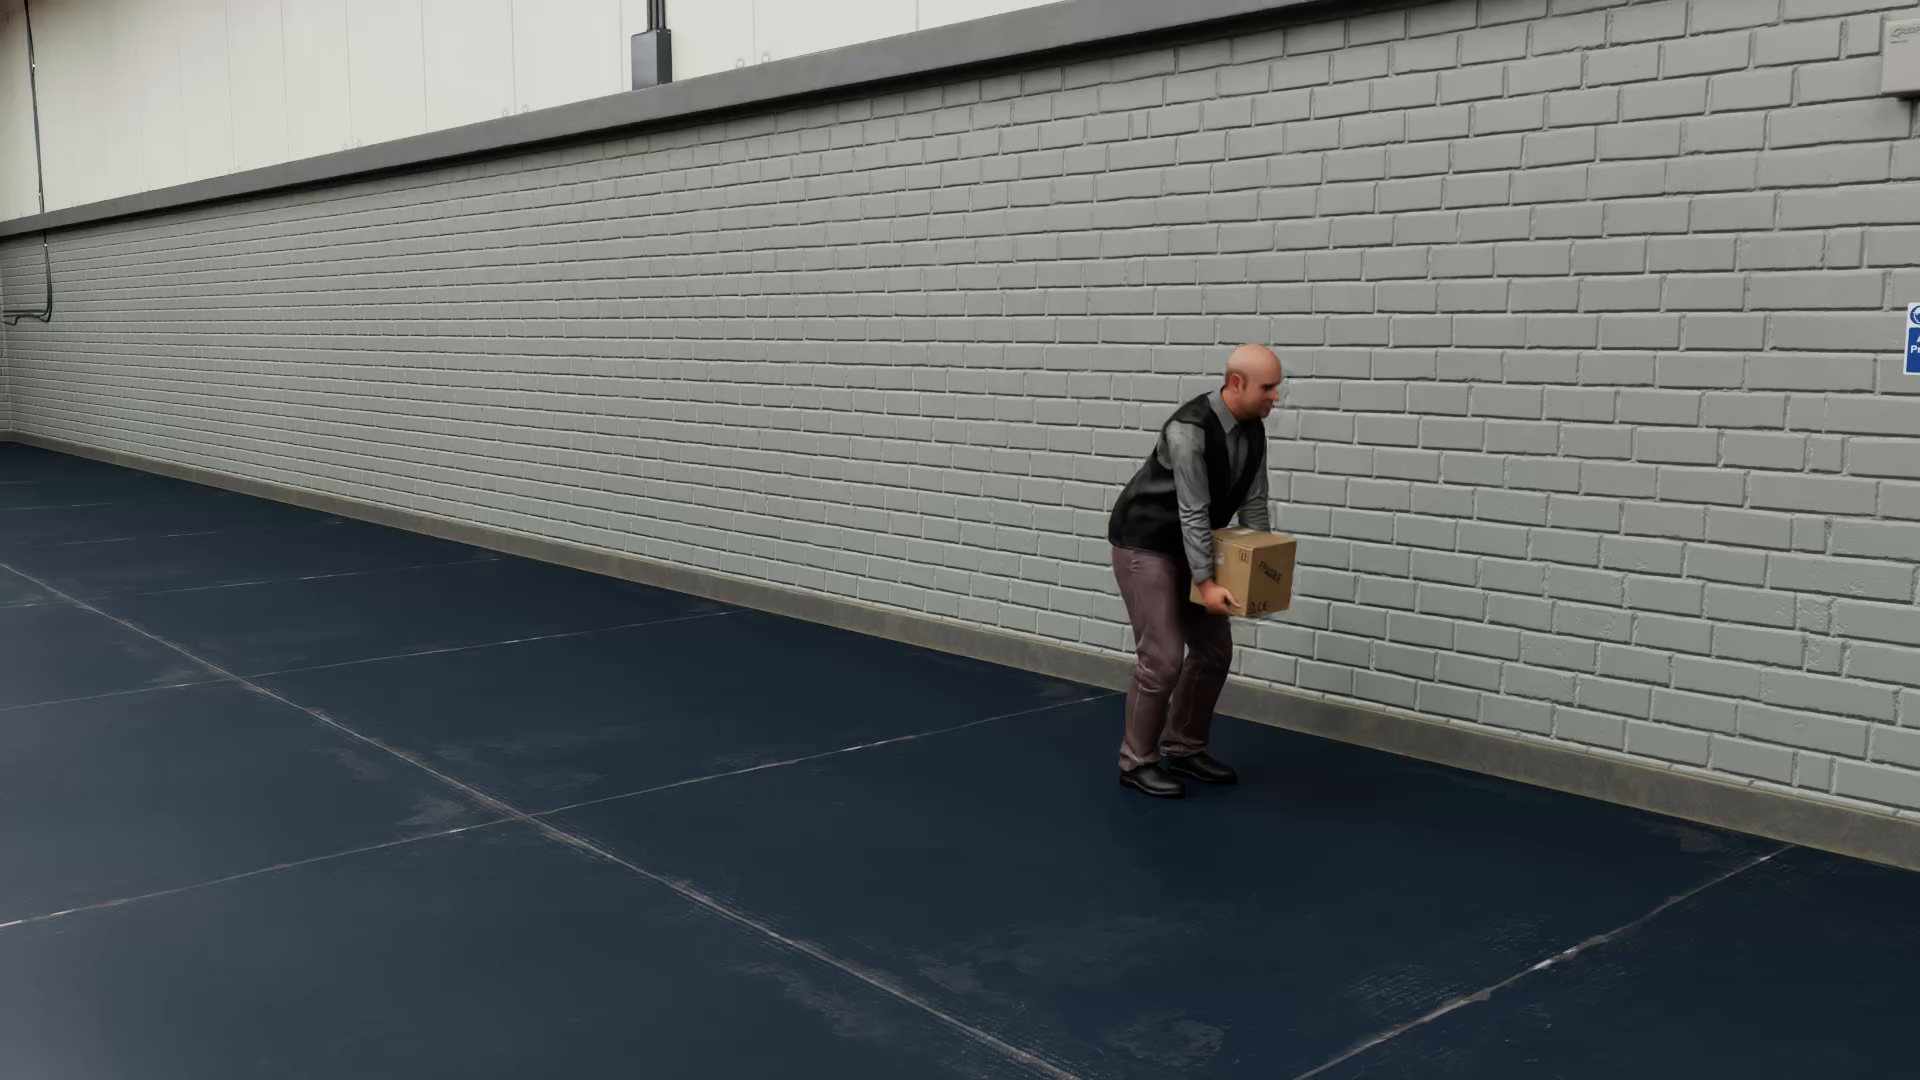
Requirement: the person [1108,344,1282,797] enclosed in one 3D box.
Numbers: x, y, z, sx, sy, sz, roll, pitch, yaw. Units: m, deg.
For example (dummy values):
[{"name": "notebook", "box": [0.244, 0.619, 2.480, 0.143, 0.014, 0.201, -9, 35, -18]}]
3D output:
[{"name": "person", "box": [0.860, 0.107, 5.986, 0.473, 1.616, 0.644, -7, 10, -42]}]
